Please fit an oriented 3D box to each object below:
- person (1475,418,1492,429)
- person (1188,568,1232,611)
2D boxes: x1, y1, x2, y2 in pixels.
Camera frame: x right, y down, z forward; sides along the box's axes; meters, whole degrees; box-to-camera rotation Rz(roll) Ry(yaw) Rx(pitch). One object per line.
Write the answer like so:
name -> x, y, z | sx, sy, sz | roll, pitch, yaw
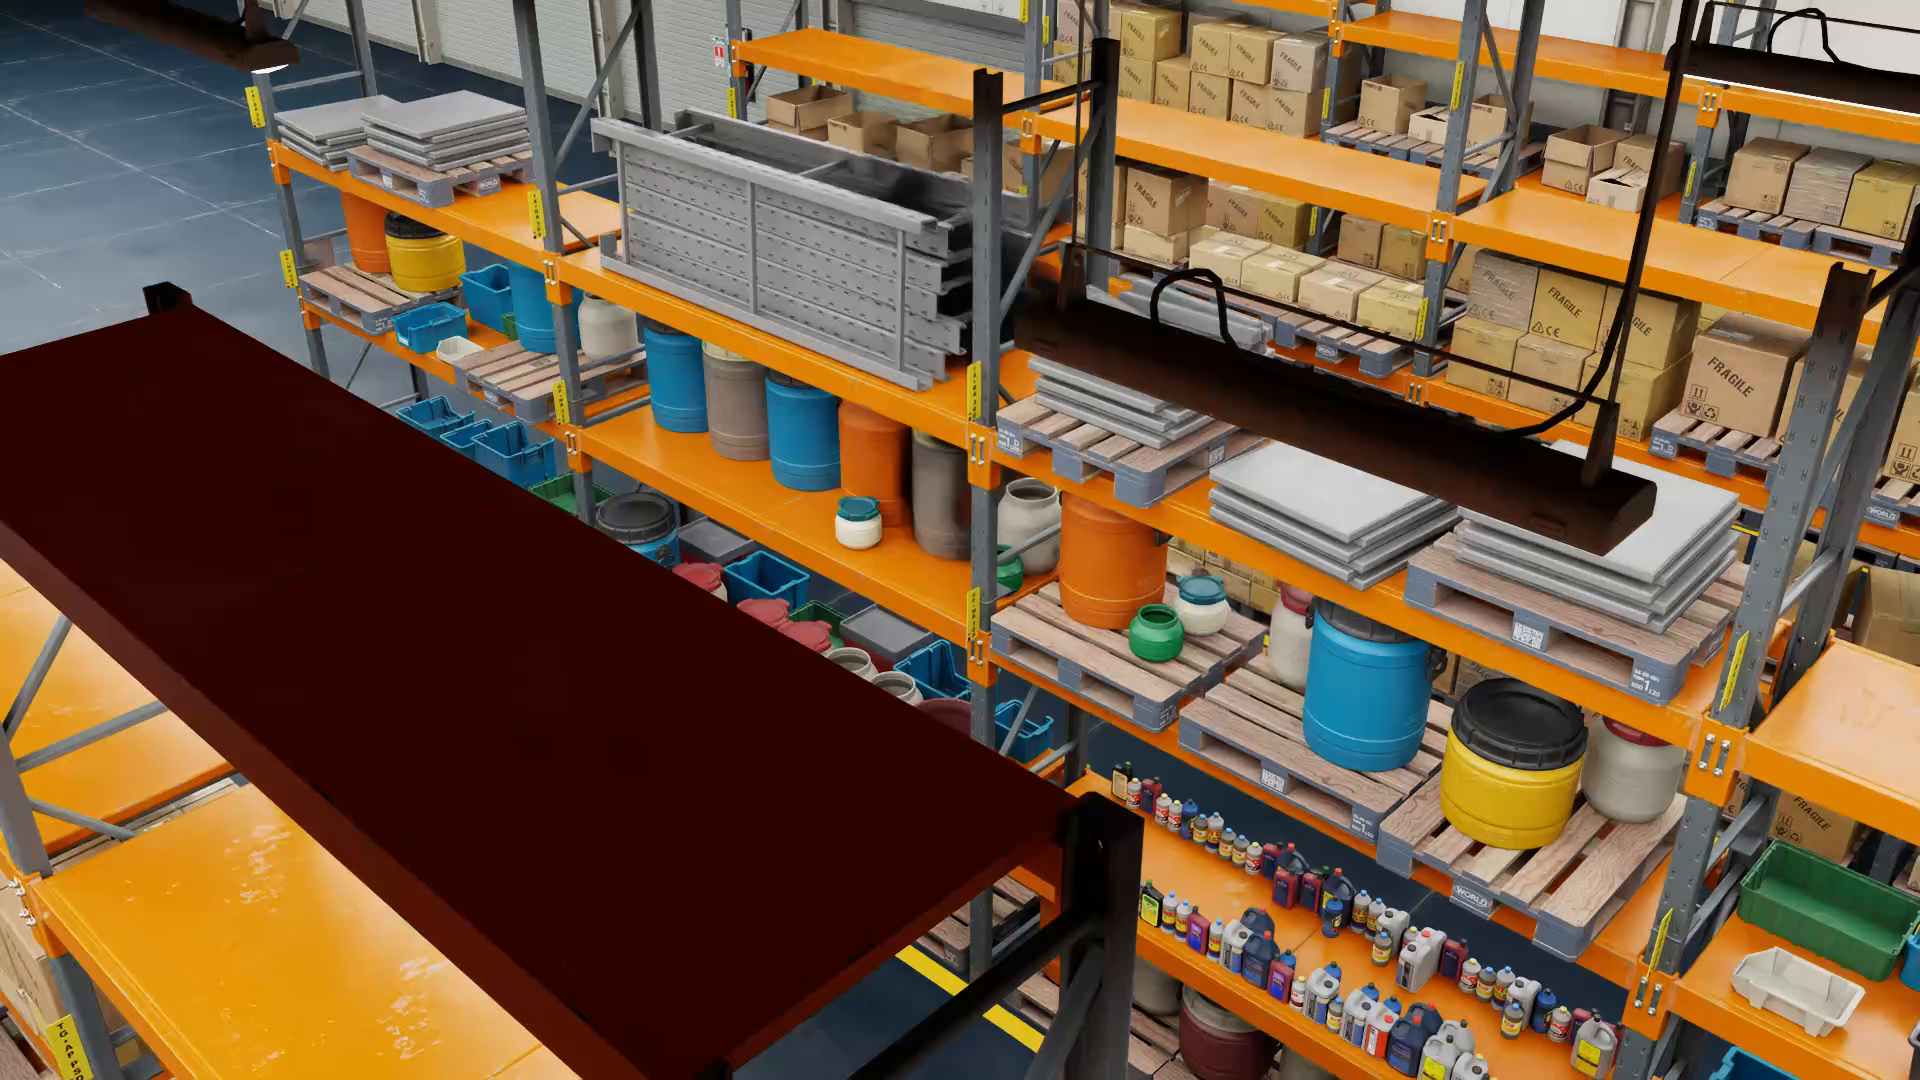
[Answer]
person -> 4.523, -0.363, 15.089 | 0.654, 1.735, 0.682 | 24, 37, 36
person -> 1.687, 0.934, 12.313 | 0.660, 1.708, 0.537 | 16, 33, 26
